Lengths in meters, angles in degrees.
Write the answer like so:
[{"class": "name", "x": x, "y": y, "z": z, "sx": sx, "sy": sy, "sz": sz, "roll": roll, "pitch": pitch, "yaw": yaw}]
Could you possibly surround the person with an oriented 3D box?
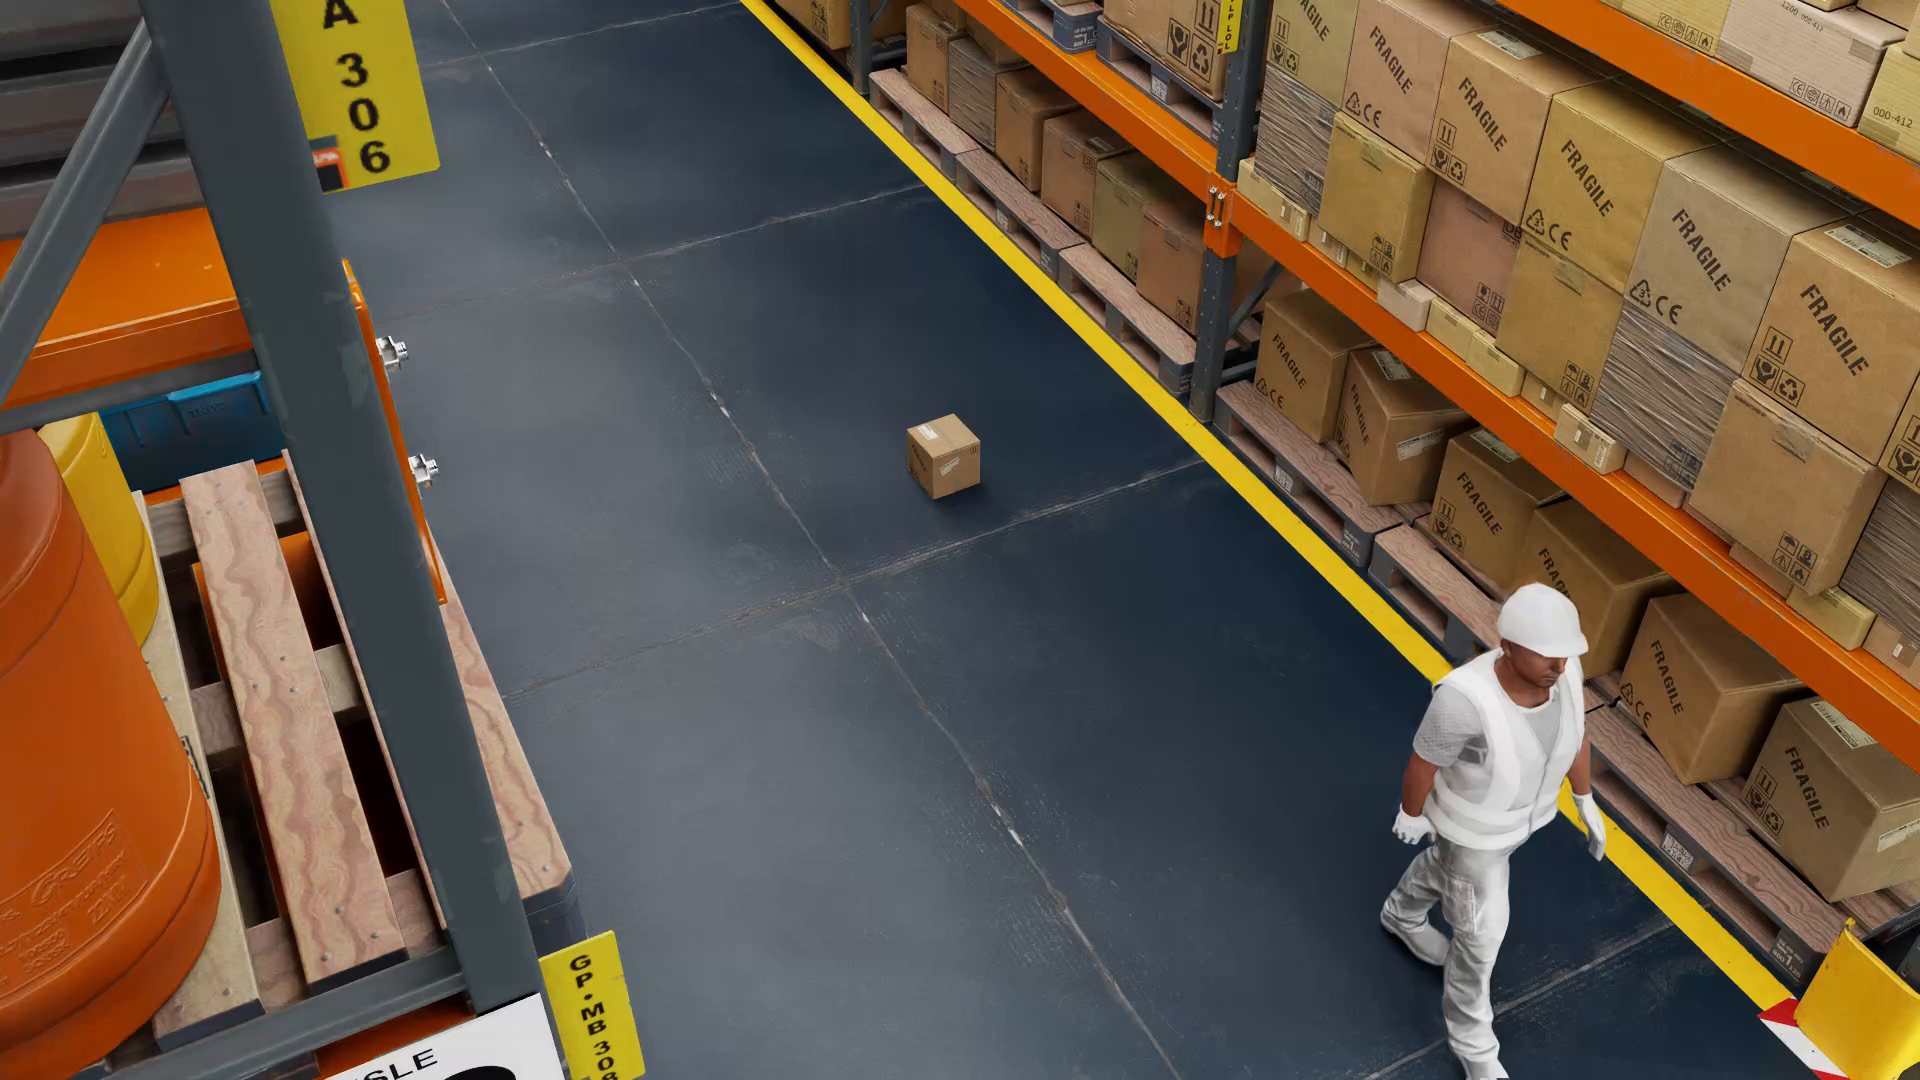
[{"class": "person", "x": 1.703, "y": 0.903, "z": 5.097, "sx": 0.560, "sy": 1.798, "sz": 0.794, "roll": -23, "pitch": 46, "yaw": -24}]
